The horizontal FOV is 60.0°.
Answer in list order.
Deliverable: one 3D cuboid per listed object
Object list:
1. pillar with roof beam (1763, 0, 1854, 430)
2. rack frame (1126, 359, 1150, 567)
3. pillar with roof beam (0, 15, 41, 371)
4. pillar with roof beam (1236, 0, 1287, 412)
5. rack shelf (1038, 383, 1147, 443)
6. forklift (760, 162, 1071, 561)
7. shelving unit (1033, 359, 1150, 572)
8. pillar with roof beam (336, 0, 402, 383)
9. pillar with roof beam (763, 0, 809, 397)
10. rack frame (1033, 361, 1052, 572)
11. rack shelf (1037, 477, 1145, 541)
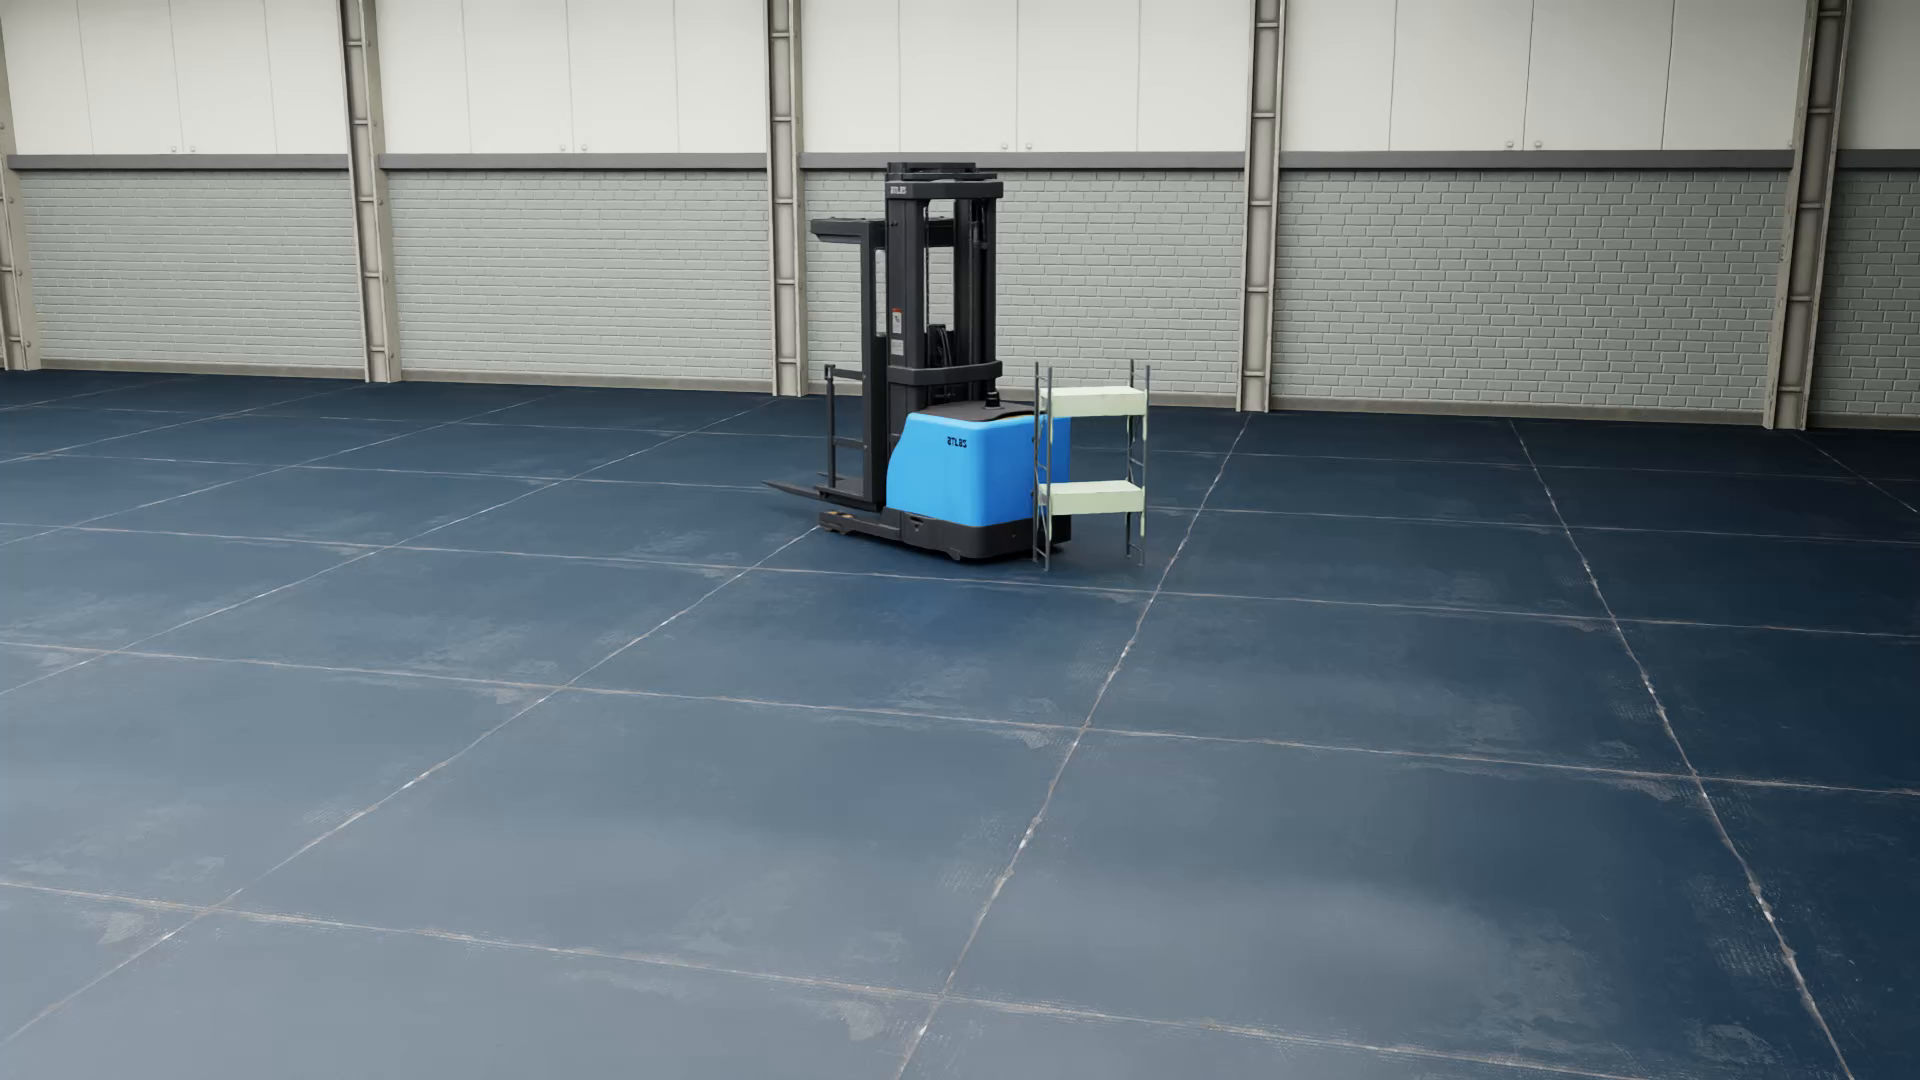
[{"bbox_3d":[8.396,-4.774,13.975,0.400,9.000,9.100,3,13,14],"label":"pillar with roof beam"},{"bbox_3d":[1.318,-0.571,12.346,0.023,1.500,0.400,-3,13,-12],"label":"rack frame"},{"bbox_3d":[-14.905,-6.019,19.589,0.400,9.000,9.100,3,13,14],"label":"pillar with roof beam"},{"bbox_3d":[2.570,-5.085,15.379,0.400,9.000,9.100,3,13,14],"label":"pillar with roof beam"},{"bbox_3d":[0.960,-0.935,12.185,0.720,0.370,0.431,-3,13,-12],"label":"rack shelf"},{"bbox_3d":[-0.493,-1.534,13.383,1.130,2.935,3.031,-11,17,-40],"label":"forklift"},{"bbox_3d":[0.960,-0.554,12.270,0.755,1.500,0.431,-3,13,-12],"label":"shelving unit"},{"bbox_3d":[-9.080,-5.708,18.186,0.400,9.000,9.100,3,13,14],"label":"pillar with roof beam"},{"bbox_3d":[-3.255,-5.397,16.782,0.400,9.000,9.100,3,13,14],"label":"pillar with roof beam"},{"bbox_3d":[0.603,-0.537,12.194,0.023,1.500,0.400,-3,13,-12],"label":"rack frame"},{"bbox_3d":[0.960,-0.236,12.341,0.720,0.370,0.431,-3,13,-12],"label":"rack shelf"}]
